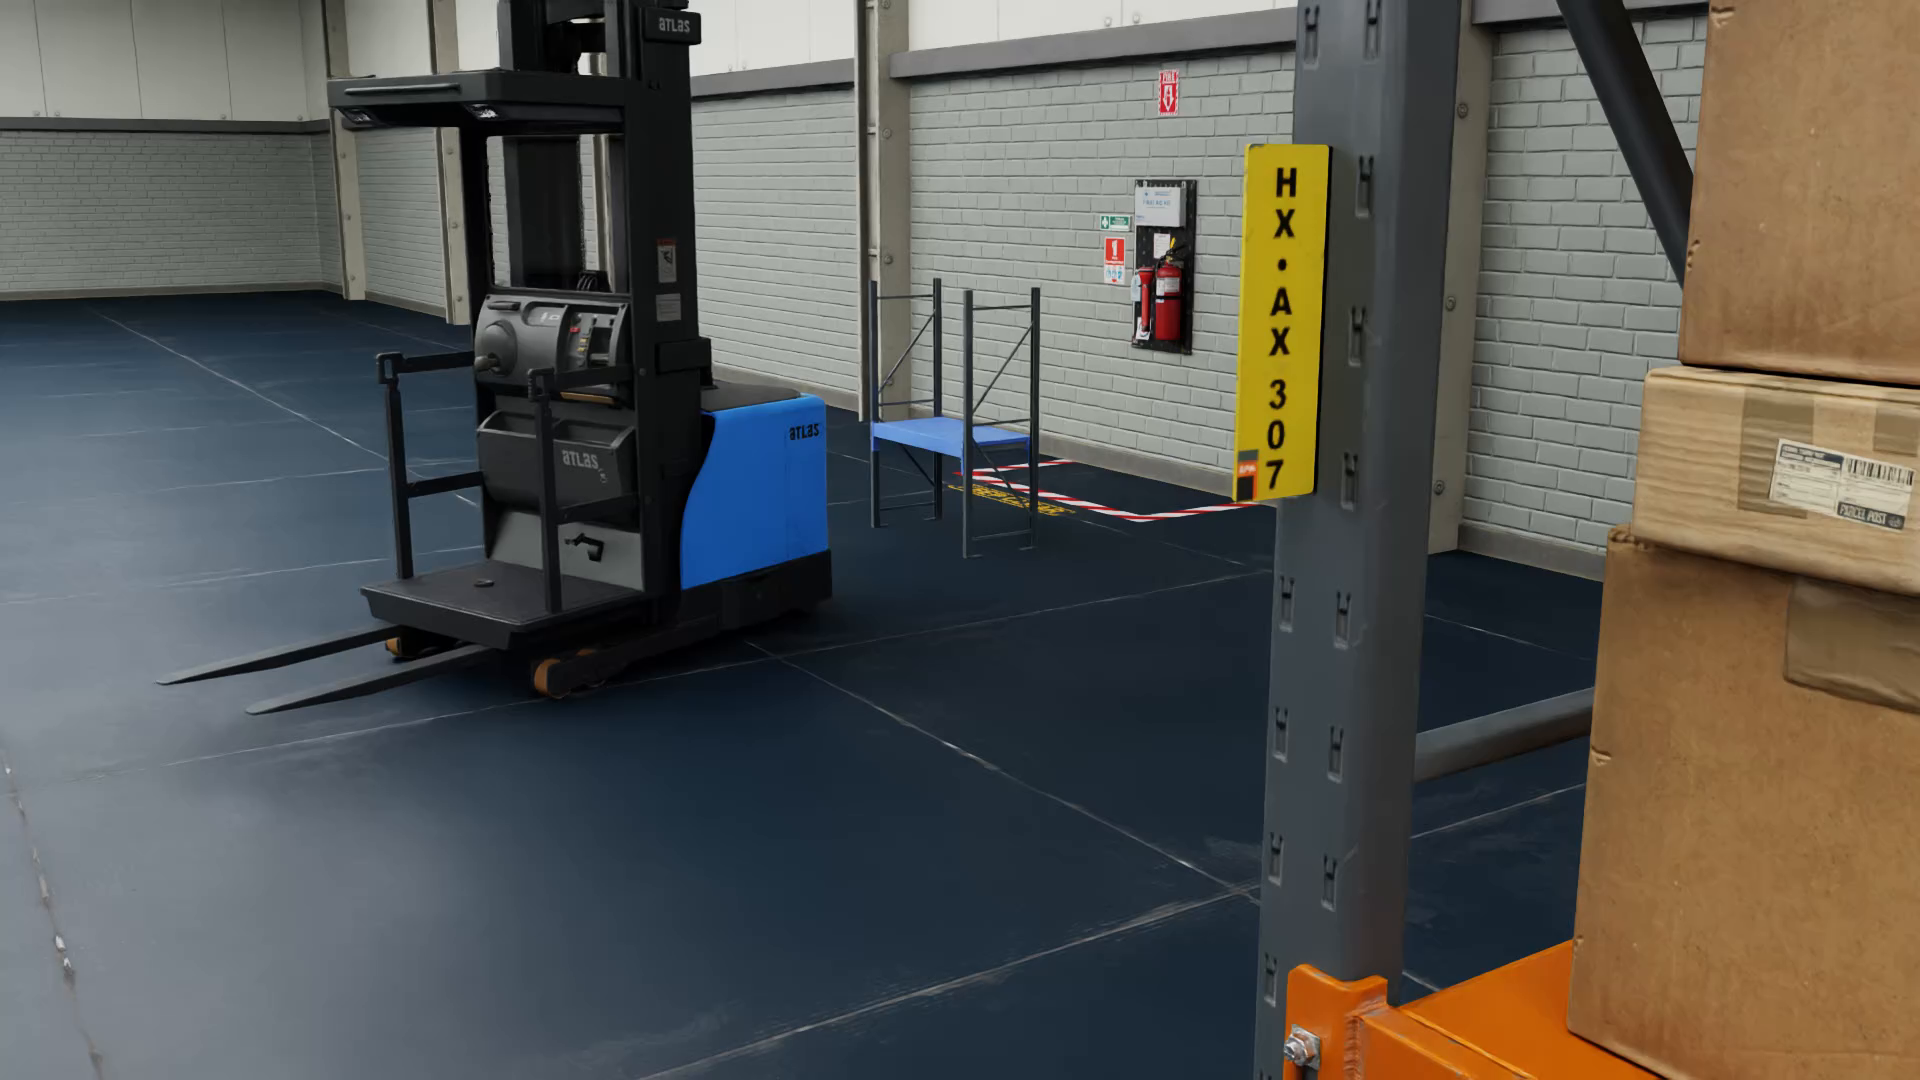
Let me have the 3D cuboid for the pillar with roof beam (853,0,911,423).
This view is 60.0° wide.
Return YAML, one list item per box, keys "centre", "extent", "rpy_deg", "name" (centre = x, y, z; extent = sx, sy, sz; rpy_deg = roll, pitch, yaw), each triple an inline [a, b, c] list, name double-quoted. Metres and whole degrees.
- centre: [-4.241, -4.922, 11.306]
  extent: [9.100, 9.000, 0.400]
  rpy_deg: [-8, 15, -33]
  name: "pillar with roof beam"

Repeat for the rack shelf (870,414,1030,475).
- centre: [-0.047, -0.572, 9.809]
  extent: [0.538, 0.185, 1.000]
  rpy_deg: [-8, 15, -33]
  name: "rack shelf"

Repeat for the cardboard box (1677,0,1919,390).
- centre: [1.039, -0.391, 1.356]
  extent: [0.700, 0.500, 0.500]
  rpy_deg: [-8, 15, -33]
  name: "cardboard box"

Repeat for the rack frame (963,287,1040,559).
- centre: [0.234, -0.657, 9.357]
  extent: [0.500, 1.500, 0.032]
  rpy_deg: [-8, 15, -33]
  name: "rack frame"

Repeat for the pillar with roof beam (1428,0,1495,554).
- centre: [-0.917, -3.855, 6.426]
  extent: [9.100, 9.000, 0.400]
  rpy_deg: [-8, 15, -33]
  name: "pillar with roof beam"

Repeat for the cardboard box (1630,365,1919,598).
- centre: [0.800, -0.072, 1.419]
  extent: [0.380, 0.149, 0.250]
  rpy_deg: [-8, 15, -33]
  name: "cardboard box"

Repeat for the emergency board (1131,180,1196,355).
- centre: [1.330, -1.878, 11.428]
  extent: [0.194, 1.169, 0.643]
  rpy_deg: [-8, 15, -33]
  name: "emergency board"

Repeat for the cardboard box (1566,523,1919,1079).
- centre: [1.010, 0.234, 1.537]
  extent: [0.700, 0.500, 0.500]
  rpy_deg: [-8, 15, -33]
  name: "cardboard box"

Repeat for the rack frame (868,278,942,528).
- centre: [-0.329, -0.838, 10.184]
  extent: [0.500, 1.500, 0.032]
  rpy_deg: [-8, 15, -33]
  name: "rack frame"

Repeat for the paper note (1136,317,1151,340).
- centre: [1.289, -1.487, 11.703]
  extent: [0.016, 0.148, 0.142]
  rpy_deg: [-8, 15, -33]
  name: "paper note"

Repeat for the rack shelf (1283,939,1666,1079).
- centre: [1.870, 0.905, 0.385]
  extent: [1.077, 0.370, 4.000]
  rpy_deg: [-8, 15, -33]
  name: "rack shelf"

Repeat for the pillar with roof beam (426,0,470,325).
- centre: [-10.889, -7.056, 21.065]
  extent: [9.100, 9.000, 0.400]
  rpy_deg: [-8, 15, -33]
  name: "pillar with roof beam"

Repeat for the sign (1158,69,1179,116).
- centre: [1.408, -3.024, 11.241]
  extent: [0.001, 0.298, 0.199]
  rpy_deg: [-8, 15, -33]
  name: "sign"

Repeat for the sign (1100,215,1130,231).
- centre: [1.104, -2.263, 11.864]
  extent: [0.001, 0.109, 0.331]
  rpy_deg: [-8, 15, -33]
  name: "sign"

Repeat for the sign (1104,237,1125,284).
- centre: [1.109, -2.006, 11.929]
  extent: [0.001, 0.329, 0.234]
  rpy_deg: [-8, 15, -33]
  name: "sign"

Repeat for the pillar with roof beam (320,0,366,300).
- centre: [-14.214, -8.123, 25.945]
  extent: [9.100, 9.000, 0.400]
  rpy_deg: [-8, 15, -33]
  name: "pillar with roof beam"

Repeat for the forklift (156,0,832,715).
- centre: [-1.910, -0.893, 7.085]
  extent: [1.130, 2.935, 3.031]
  rpy_deg: [9, 15, 35]
  name: "forklift"

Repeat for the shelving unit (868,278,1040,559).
- centre: [-0.047, -0.748, 9.771]
  extent: [0.538, 1.500, 1.048]
  rpy_deg: [-8, 15, -33]
  name: "shelving unit"

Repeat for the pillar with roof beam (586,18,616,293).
- centre: [-7.565, -5.989, 16.185]
  extent: [9.100, 9.000, 0.400]
  rpy_deg: [-8, 15, -33]
  name: "pillar with roof beam"

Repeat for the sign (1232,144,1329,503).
- centre: [0.296, -0.199, 1.538]
  extent: [0.100, 0.325, 0.005]
  rpy_deg: [-8, 15, -33]
  name: "sign"
